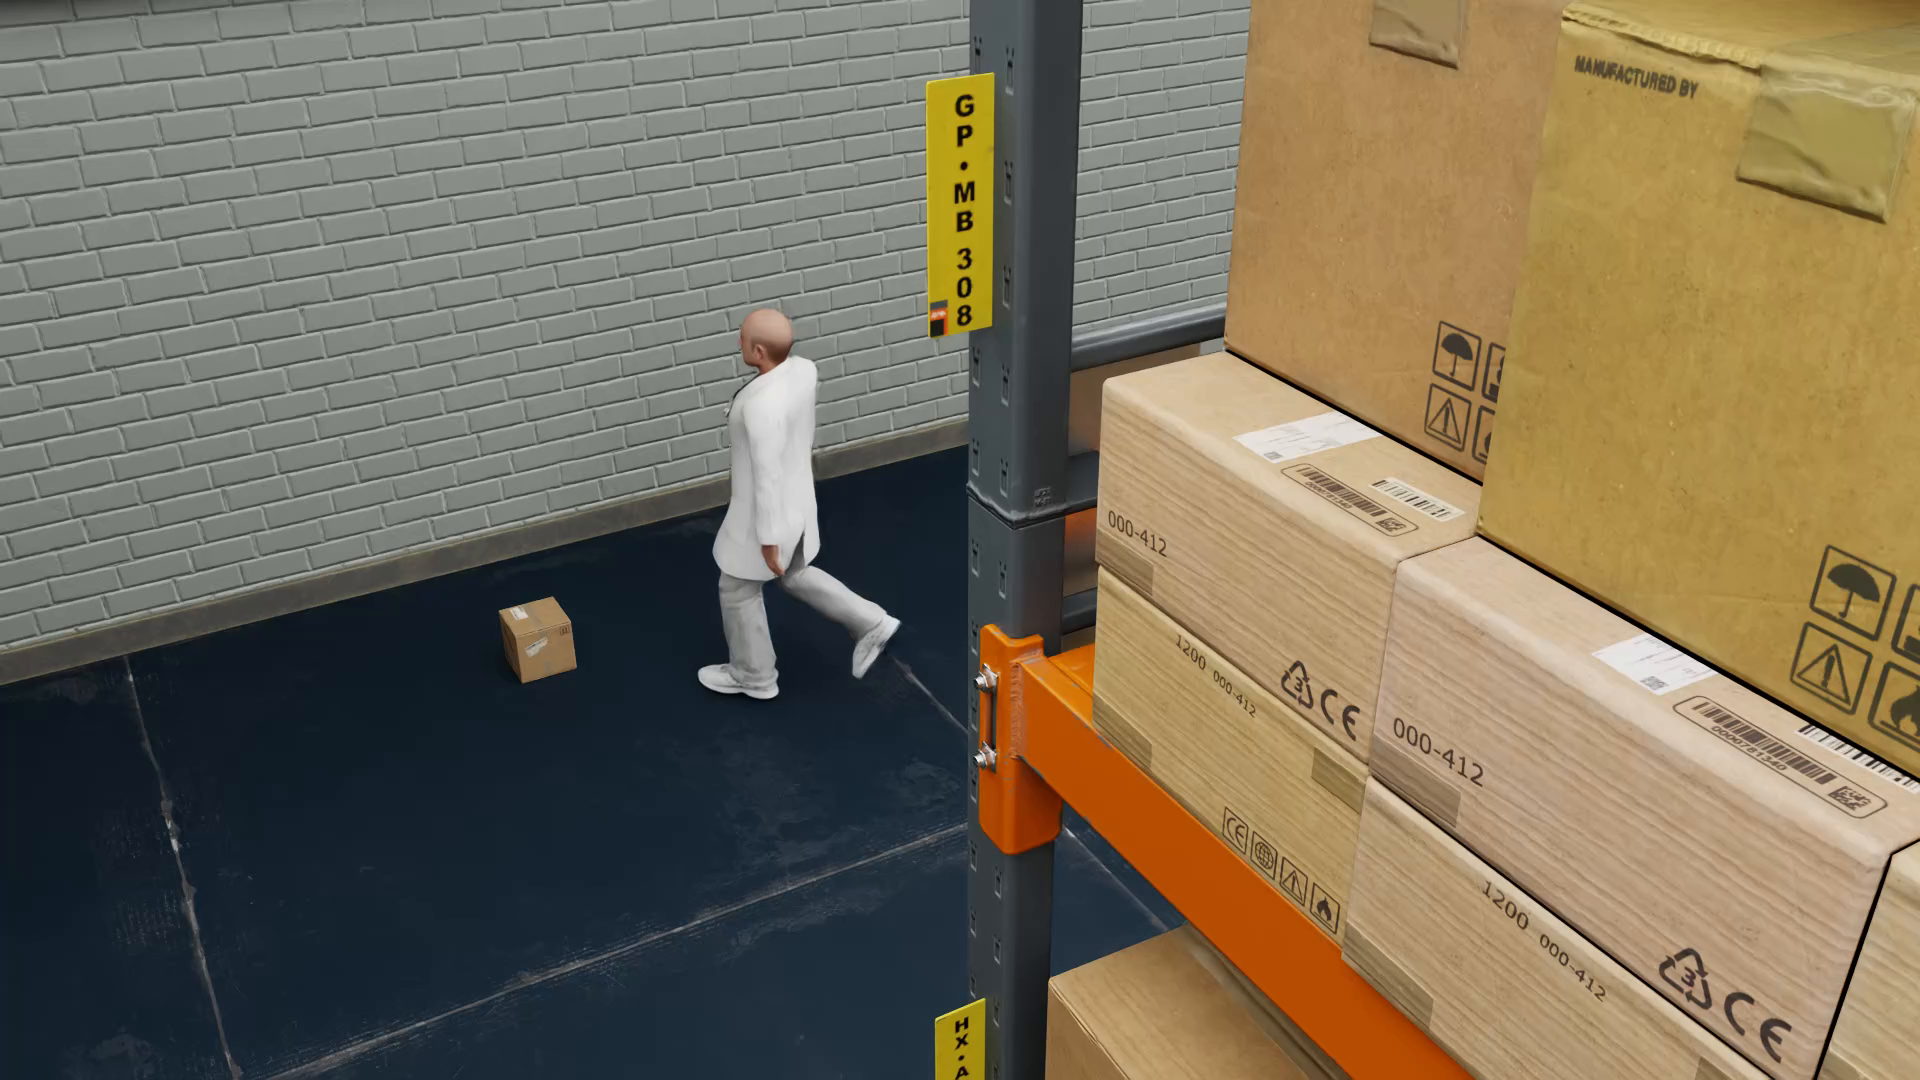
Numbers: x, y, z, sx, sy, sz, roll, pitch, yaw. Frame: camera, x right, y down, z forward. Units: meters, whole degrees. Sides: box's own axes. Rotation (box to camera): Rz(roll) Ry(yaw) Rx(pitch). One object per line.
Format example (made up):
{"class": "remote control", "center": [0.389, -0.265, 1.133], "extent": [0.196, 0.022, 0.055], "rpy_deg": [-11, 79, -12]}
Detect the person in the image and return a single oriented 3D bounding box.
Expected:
{"class": "person", "center": [-0.703, -0.122, 6.845], "extent": [0.873, 1.754, 0.590], "rpy_deg": [10, 30, 17]}
